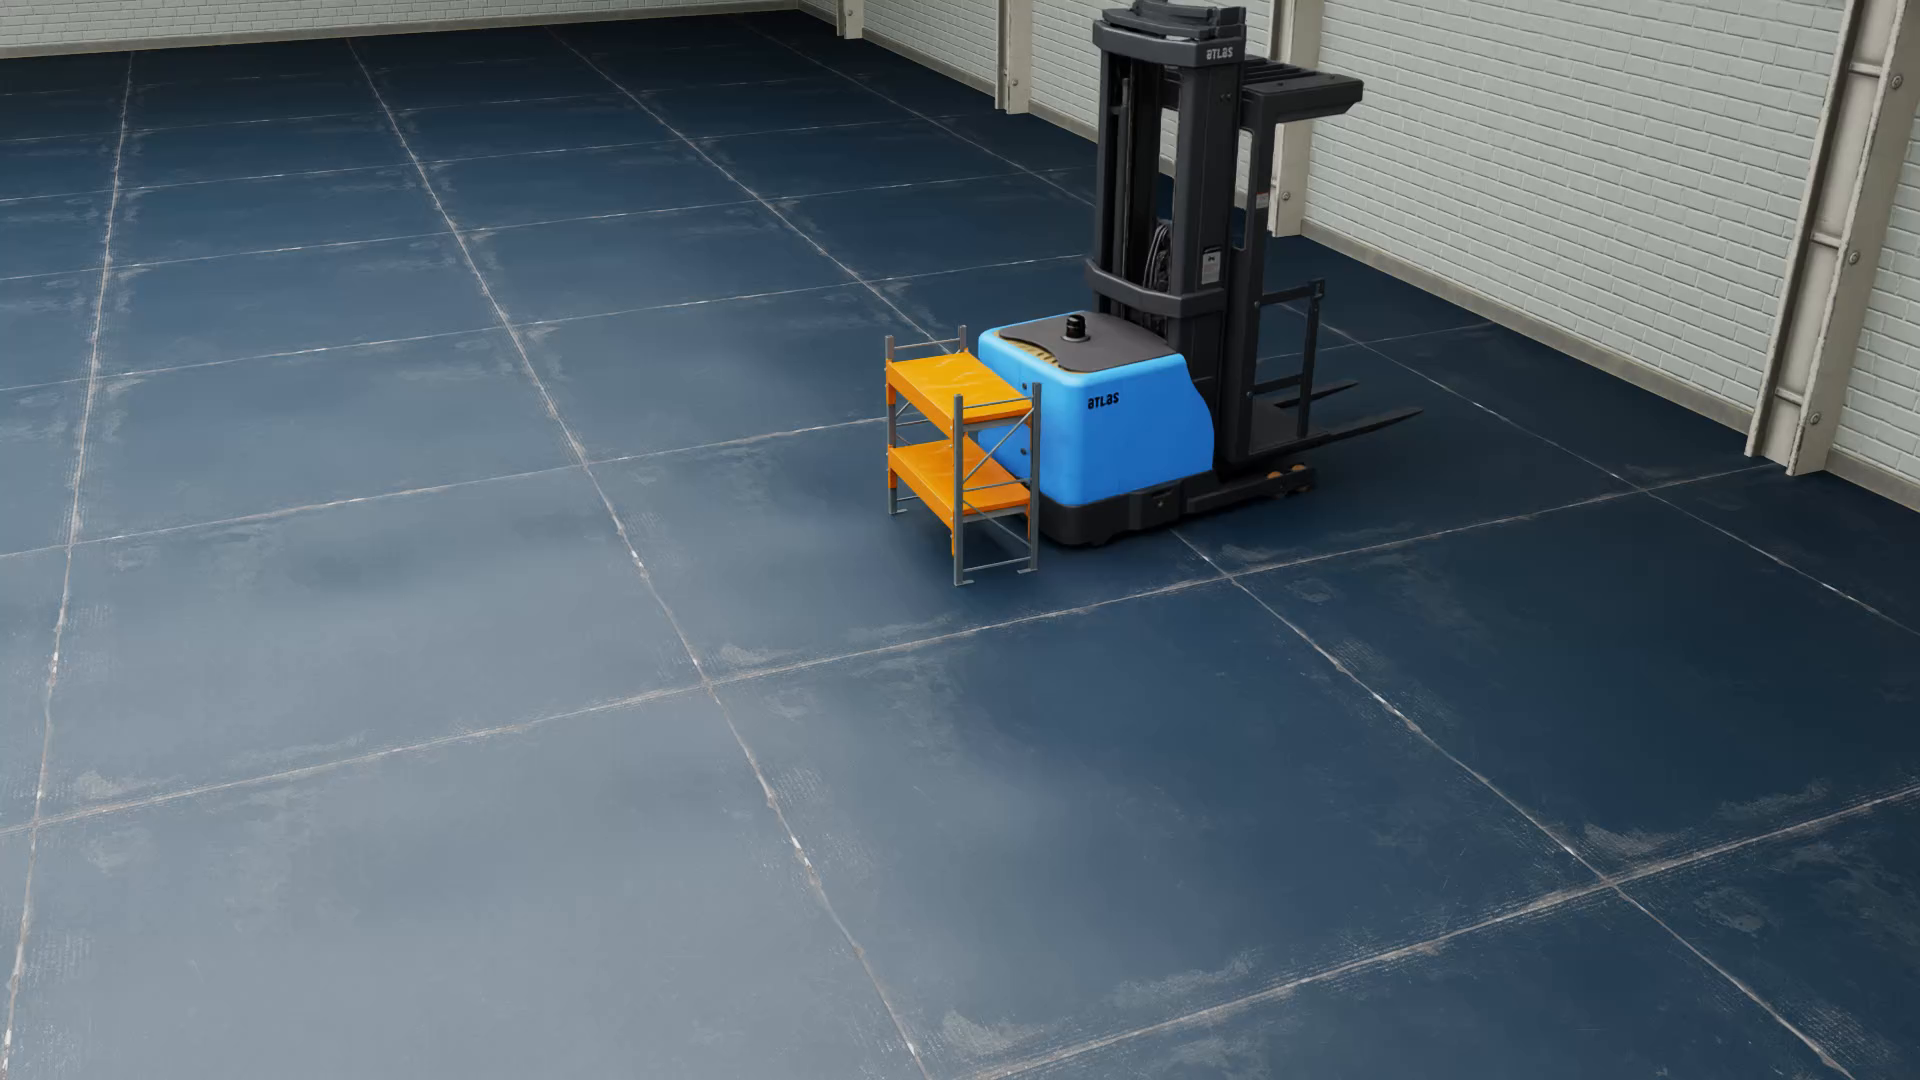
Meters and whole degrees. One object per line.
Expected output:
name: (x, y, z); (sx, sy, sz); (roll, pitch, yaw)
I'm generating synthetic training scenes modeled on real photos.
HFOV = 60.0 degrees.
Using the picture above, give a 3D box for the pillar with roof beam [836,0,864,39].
pillar with roof beam: (-5.651, -11.083, 22.192); (9.100, 9.000, 0.400); (-11, 28, -21)

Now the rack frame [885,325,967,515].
rack frame: (-0.196, -0.708, 9.918); (0.500, 1.125, 0.032); (-11, 28, -21)

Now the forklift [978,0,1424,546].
forklift: (1.616, -1.753, 9.999); (3.031, 2.935, 1.130); (-15, 30, -28)

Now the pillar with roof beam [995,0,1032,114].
pillar with roof beam: (-3.302, -8.660, 17.231); (9.100, 9.000, 0.400); (-11, 28, -21)

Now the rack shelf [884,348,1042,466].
rack shelf: (0.003, -0.766, 9.369); (0.538, 0.278, 1.000); (-11, 28, -21)

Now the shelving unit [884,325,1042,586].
shelving unit: (0.003, -0.503, 9.498); (0.538, 1.125, 1.048); (-11, 28, -21)

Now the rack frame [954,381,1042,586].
rack frame: (0.202, -0.298, 9.077); (0.500, 1.125, 0.032); (-11, 28, -21)

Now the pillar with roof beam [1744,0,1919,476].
pillar with roof beam: (1.398, -3.816, 7.309); (9.100, 9.000, 0.400); (-11, 28, -21)

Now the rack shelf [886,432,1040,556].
rack shelf: (0.003, -0.283, 9.605); (0.538, 0.278, 1.000); (-11, 28, -21)

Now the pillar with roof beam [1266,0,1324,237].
pillar with roof beam: (-0.952, -6.238, 12.270); (9.100, 9.000, 0.400); (-11, 28, -21)
